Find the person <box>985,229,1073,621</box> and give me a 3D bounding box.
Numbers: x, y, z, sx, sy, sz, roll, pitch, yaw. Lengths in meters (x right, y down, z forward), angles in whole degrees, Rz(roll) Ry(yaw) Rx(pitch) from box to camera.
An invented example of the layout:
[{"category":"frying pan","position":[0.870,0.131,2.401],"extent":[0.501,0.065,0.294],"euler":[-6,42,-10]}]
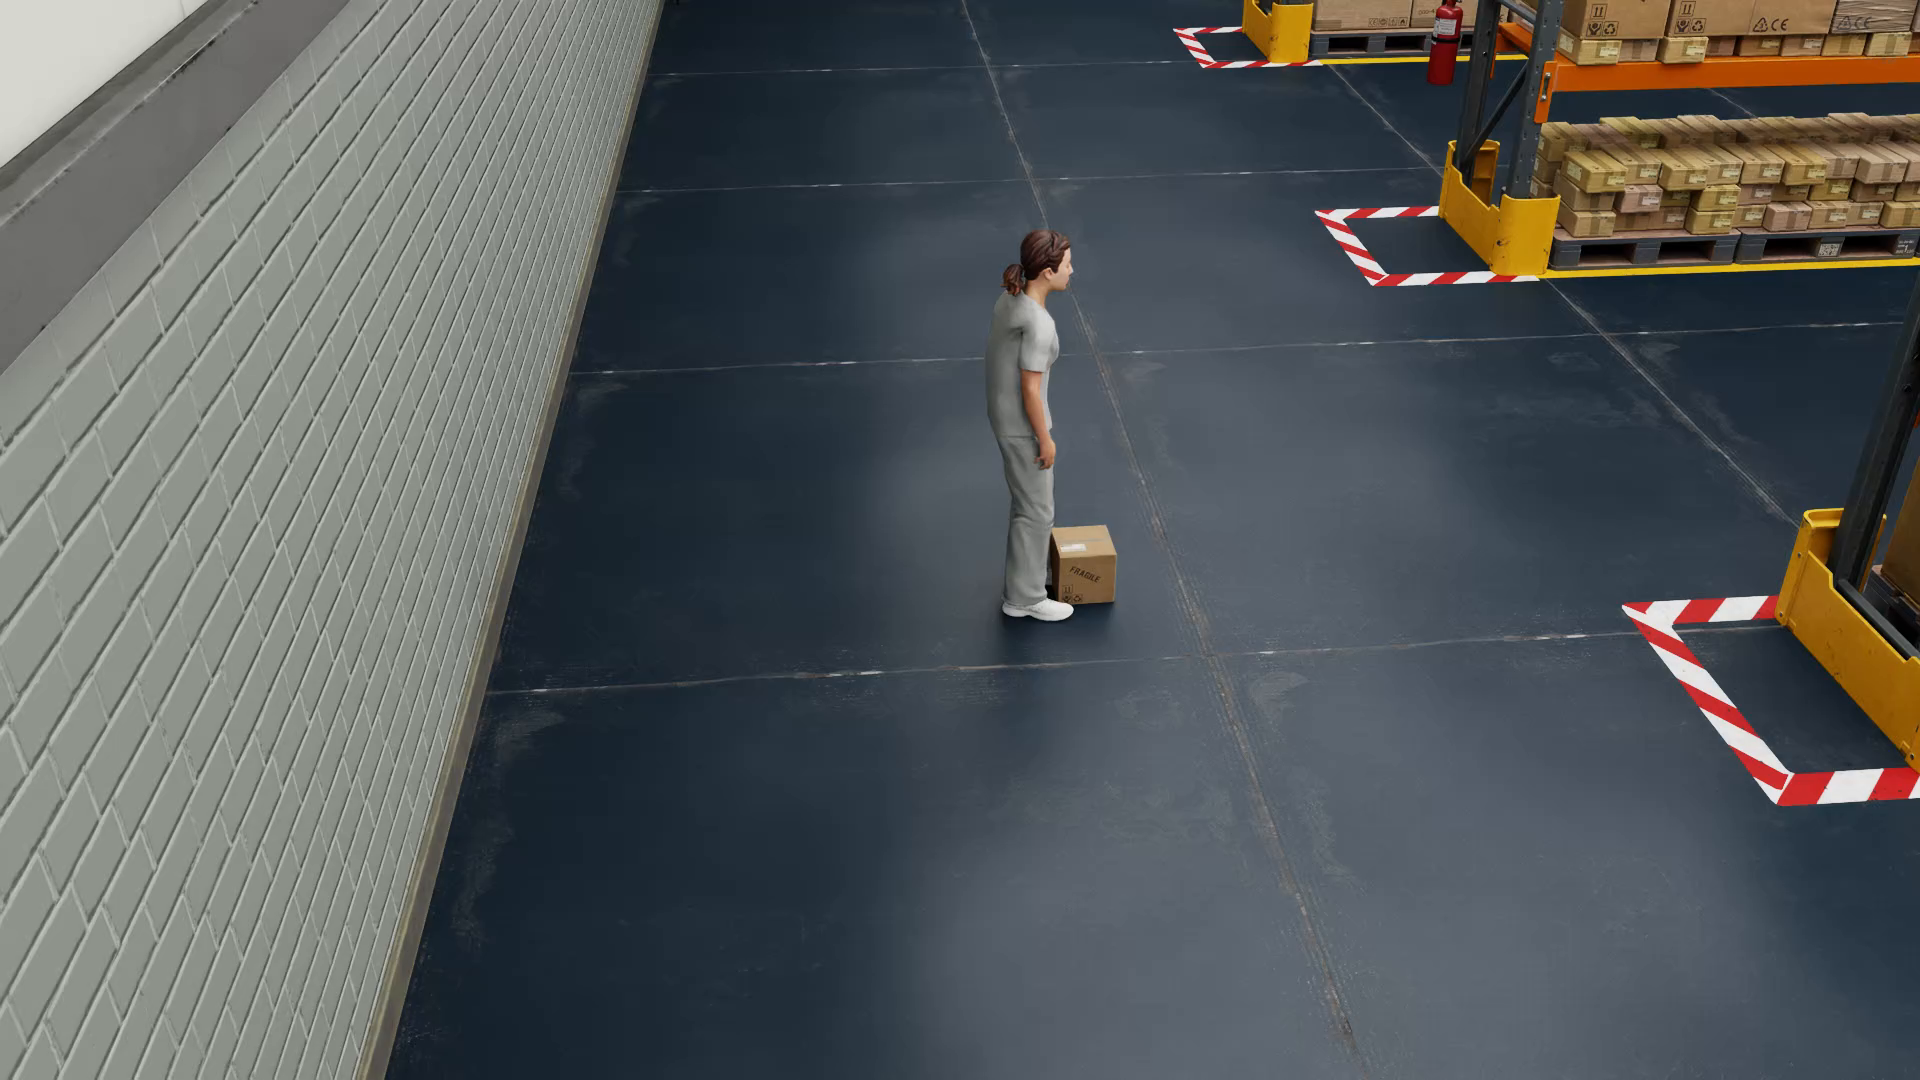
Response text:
[{"category":"person","position":[0.318,-0.476,6.941],"extent":[0.416,1.651,0.514],"euler":[-5,32,-8]}]
